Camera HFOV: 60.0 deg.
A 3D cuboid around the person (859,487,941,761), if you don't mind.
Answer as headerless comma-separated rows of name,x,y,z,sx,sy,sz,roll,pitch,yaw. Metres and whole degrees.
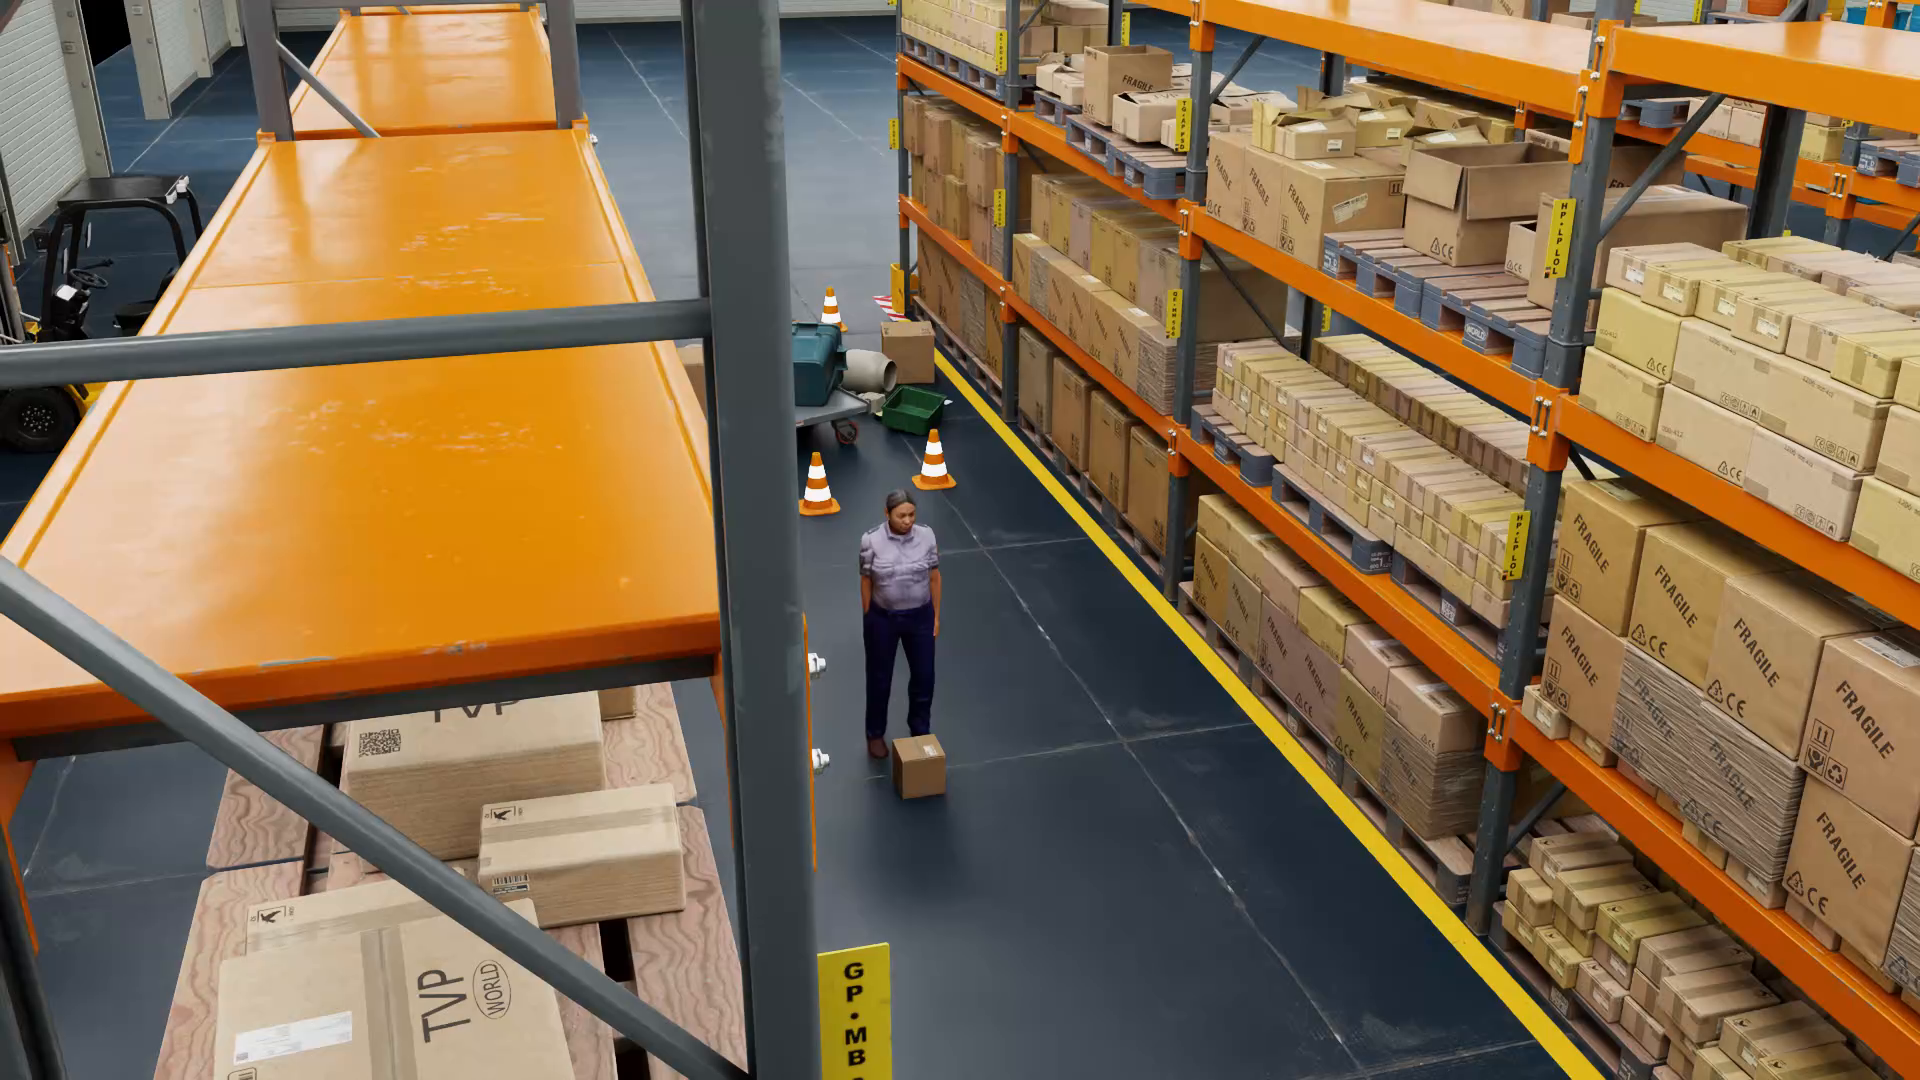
person,-0.330,0.475,9.566,0.470,1.653,0.342,-6,24,-13
